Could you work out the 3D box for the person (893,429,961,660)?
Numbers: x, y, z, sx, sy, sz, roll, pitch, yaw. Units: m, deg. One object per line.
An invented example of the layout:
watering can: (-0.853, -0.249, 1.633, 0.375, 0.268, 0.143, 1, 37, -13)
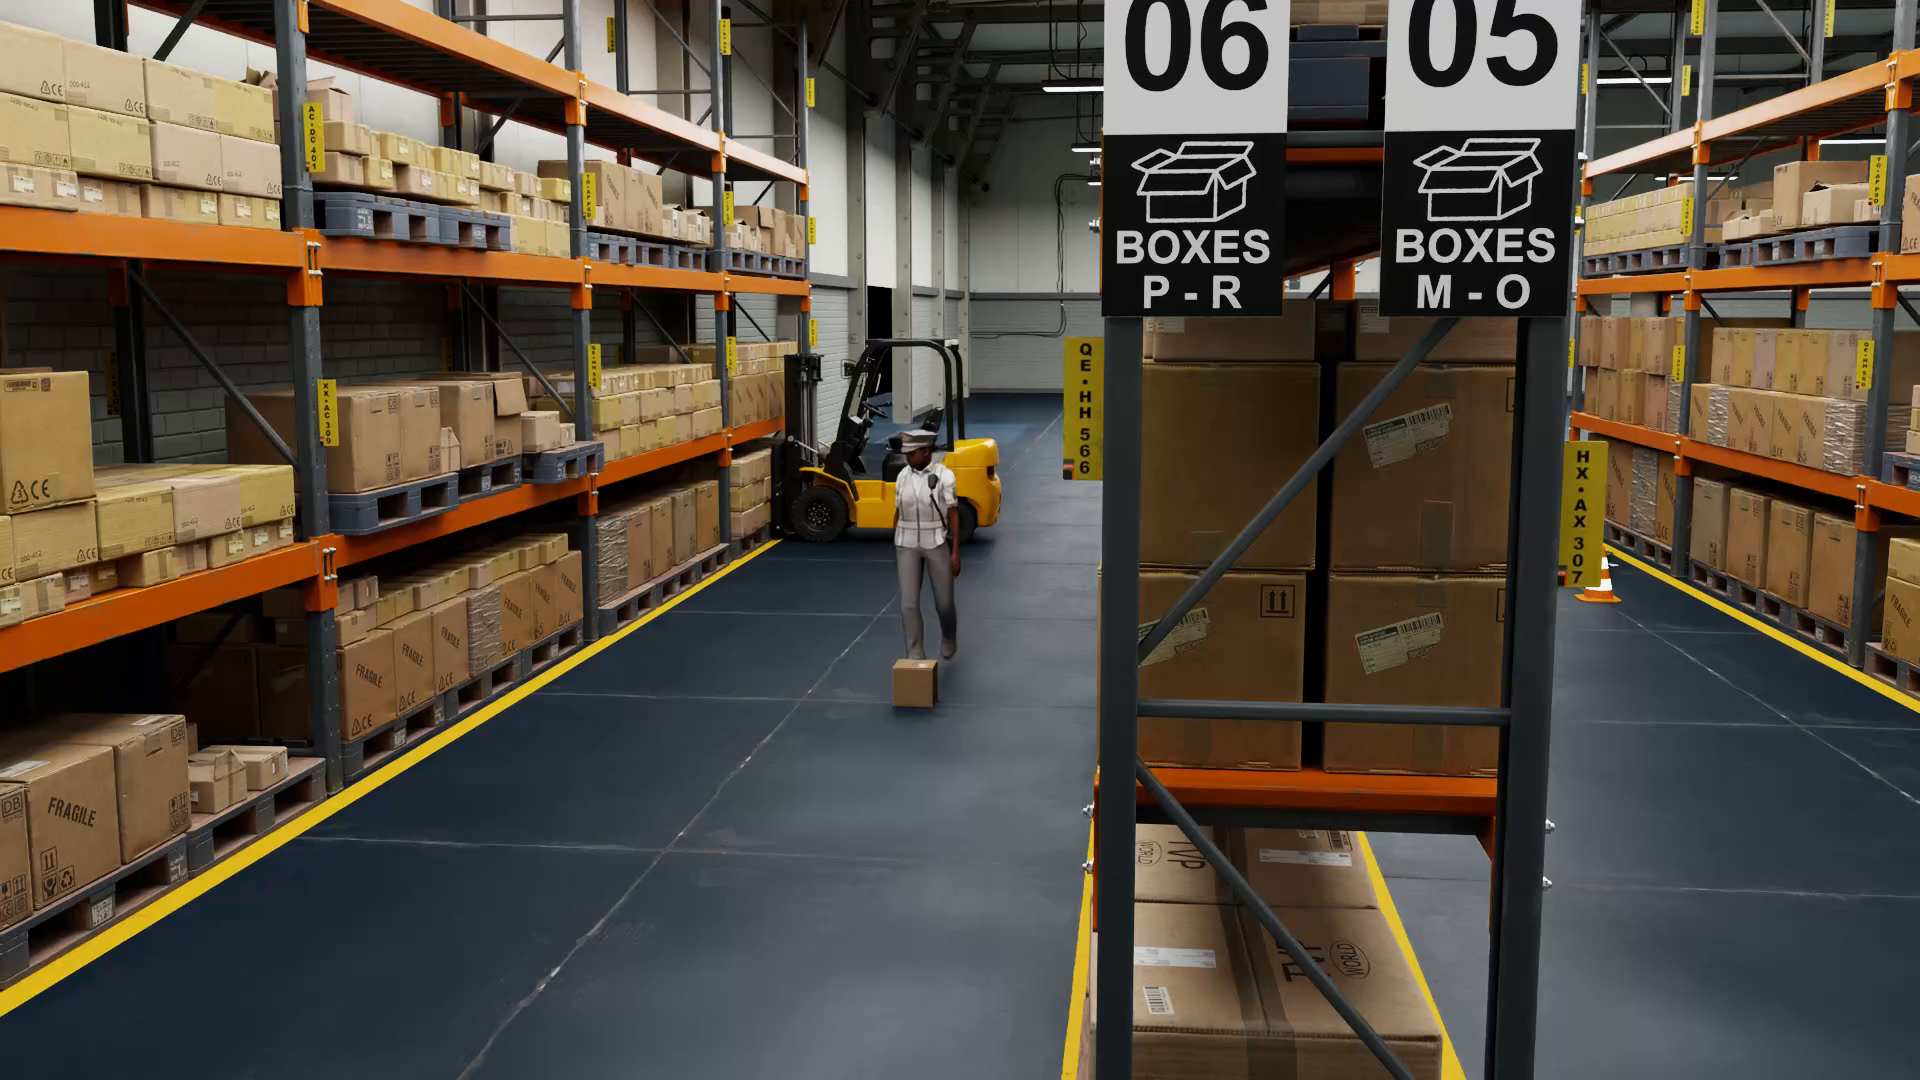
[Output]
person: (-0.223, 0.077, 11.157, 0.486, 1.640, 0.734, 2, 8, 14)
